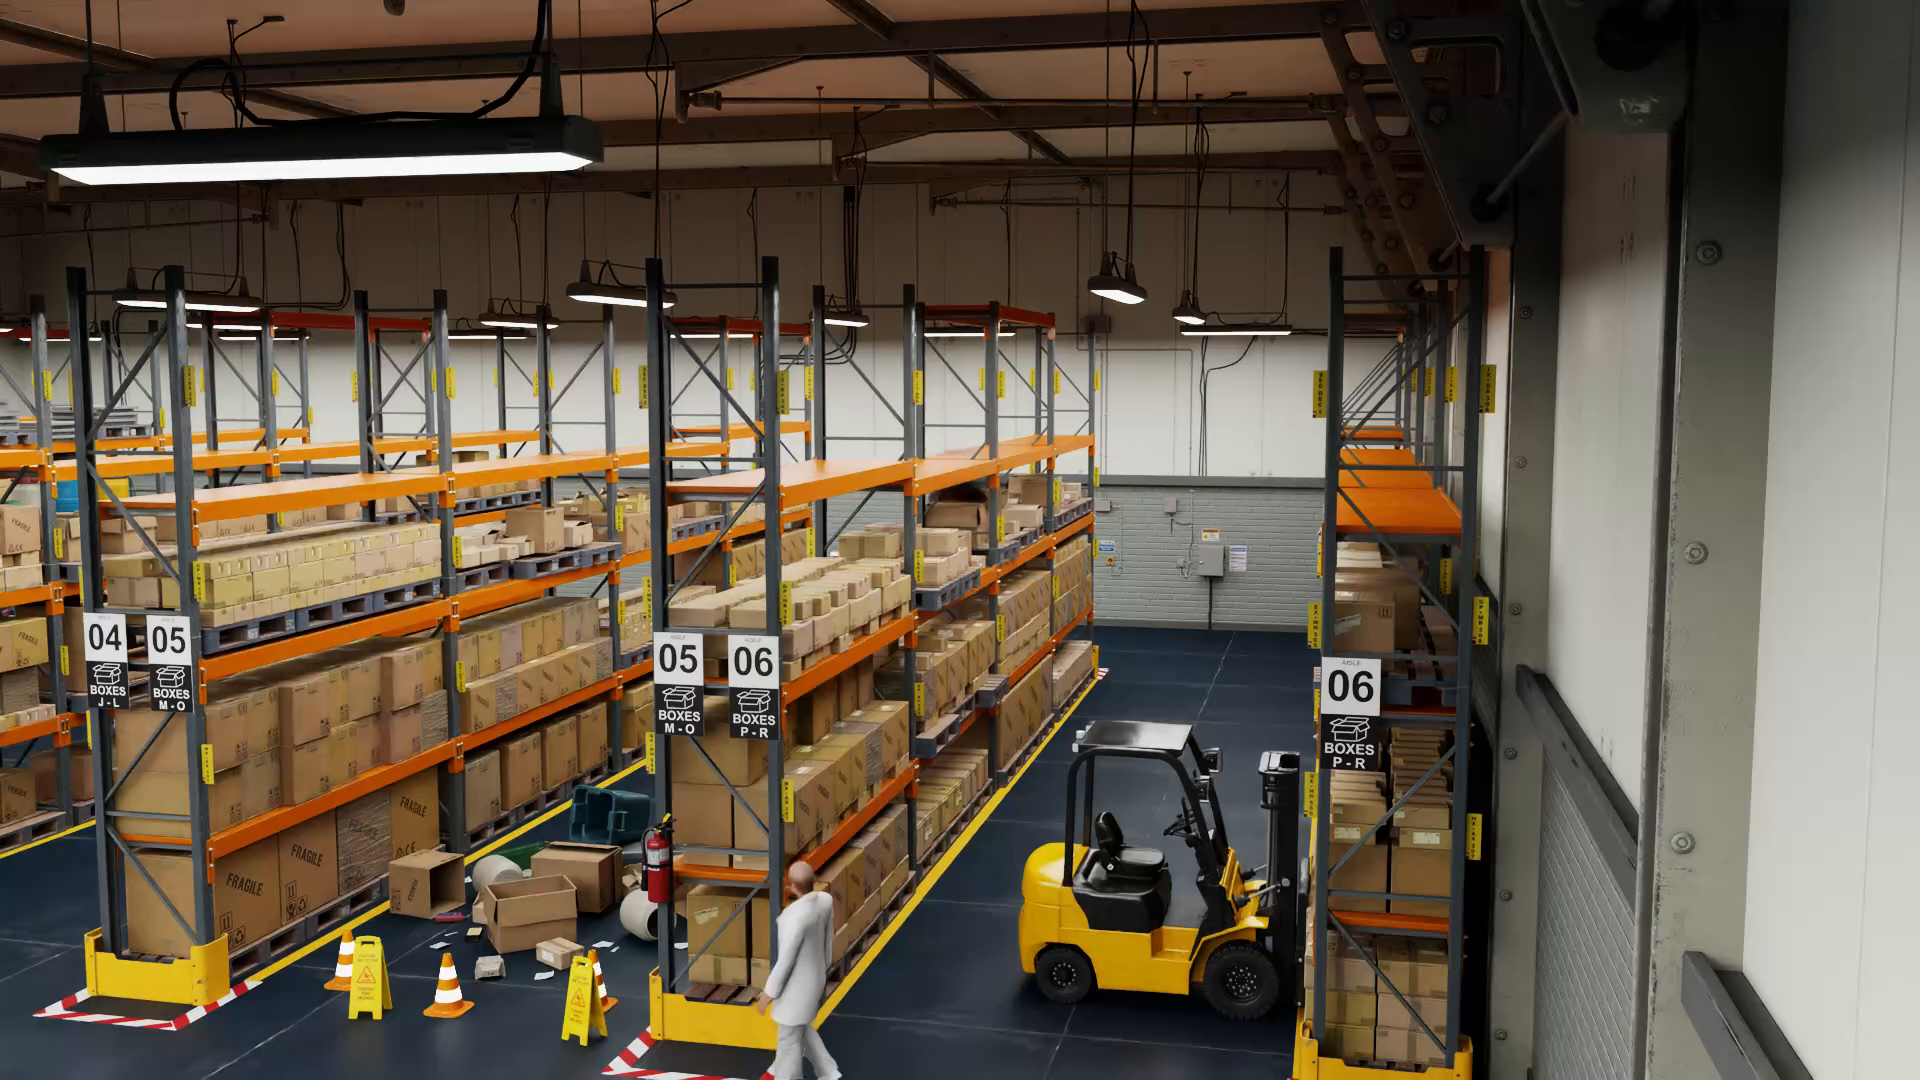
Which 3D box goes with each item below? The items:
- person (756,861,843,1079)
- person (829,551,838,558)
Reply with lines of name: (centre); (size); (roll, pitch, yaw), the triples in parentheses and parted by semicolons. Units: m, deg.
person: (-1.174, 3.109, 11.652); (0.579, 1.785, 0.645); (2, 6, 15)
person: (-2.405, 1.083, 31.681); (1.067, 1.738, 0.684); (-5, 8, -42)
